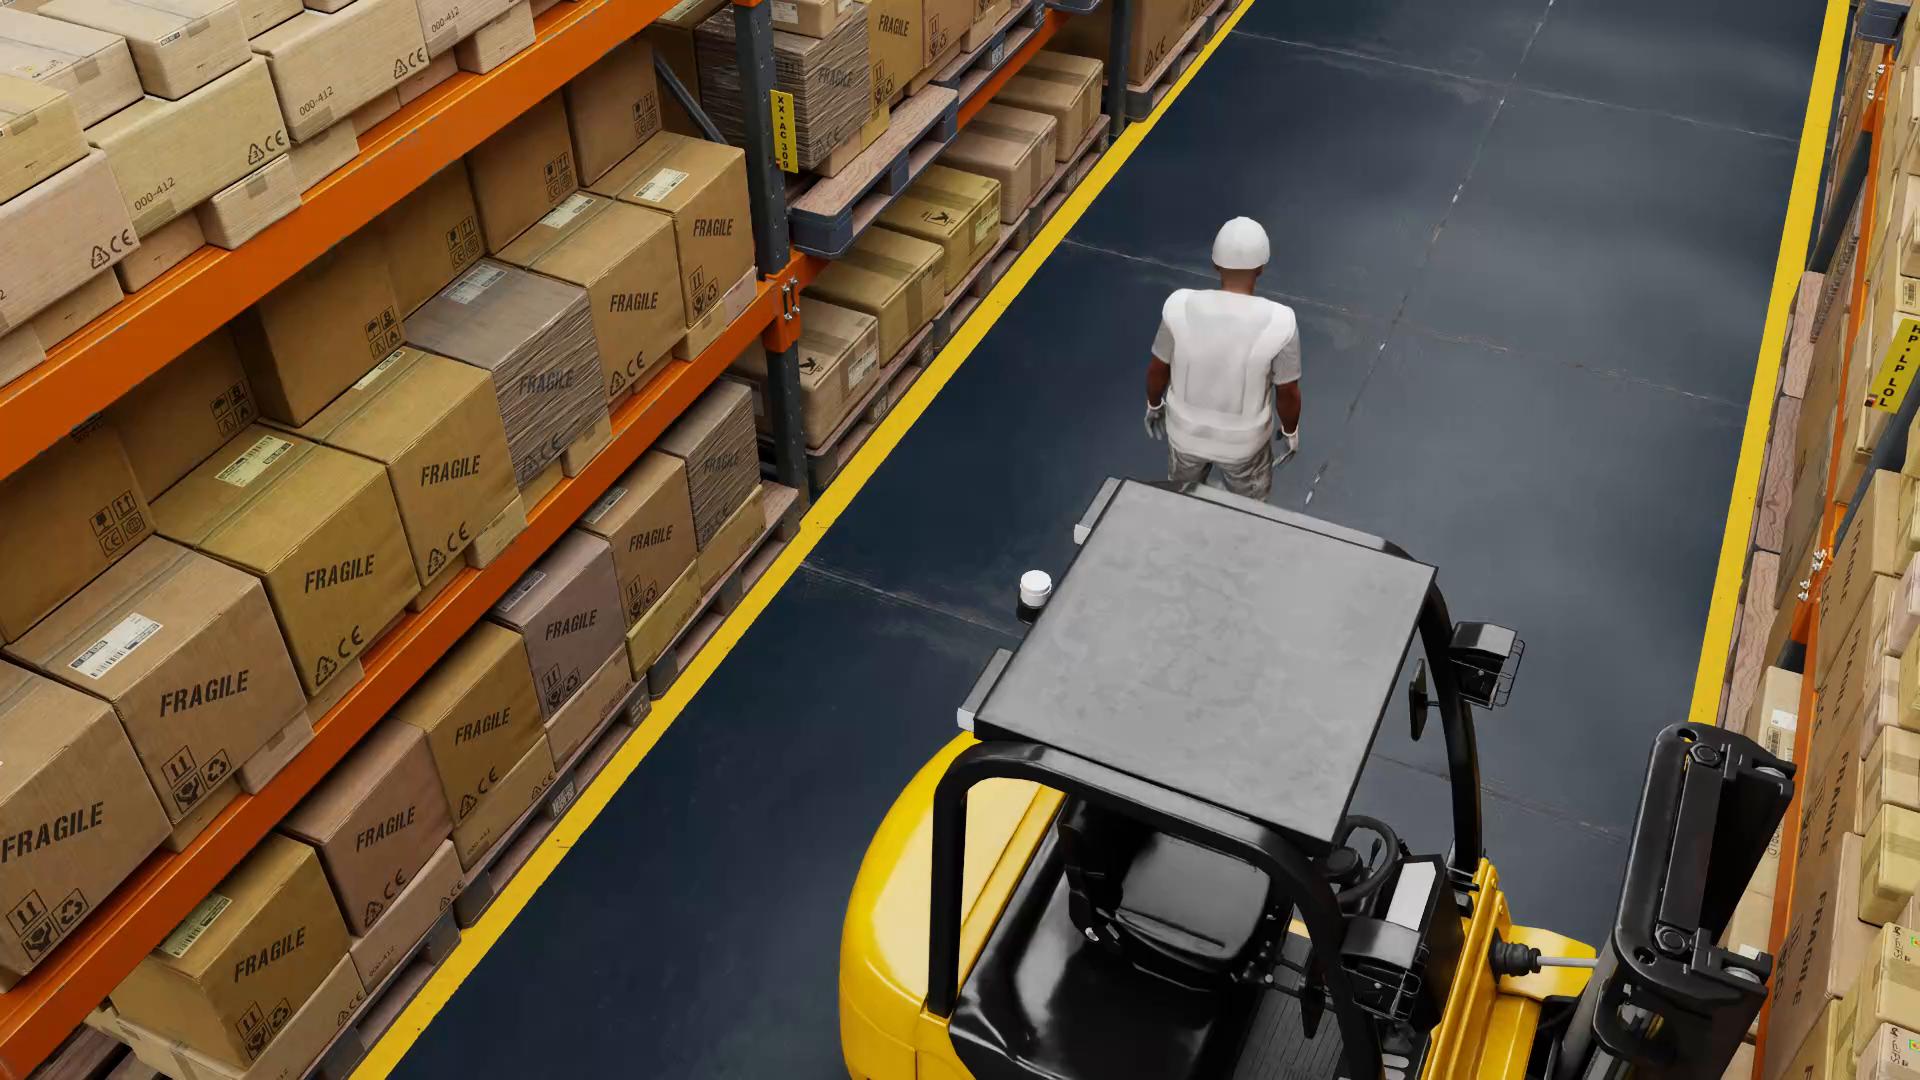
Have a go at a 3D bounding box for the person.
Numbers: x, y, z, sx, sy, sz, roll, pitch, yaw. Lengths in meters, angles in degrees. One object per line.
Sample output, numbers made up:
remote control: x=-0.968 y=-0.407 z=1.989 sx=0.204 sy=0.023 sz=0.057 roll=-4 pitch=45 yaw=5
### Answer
person: x=1.048 y=-0.467 z=6.676 sx=0.629 sy=1.775 sz=0.446 roll=15 pitch=44 yaw=16
